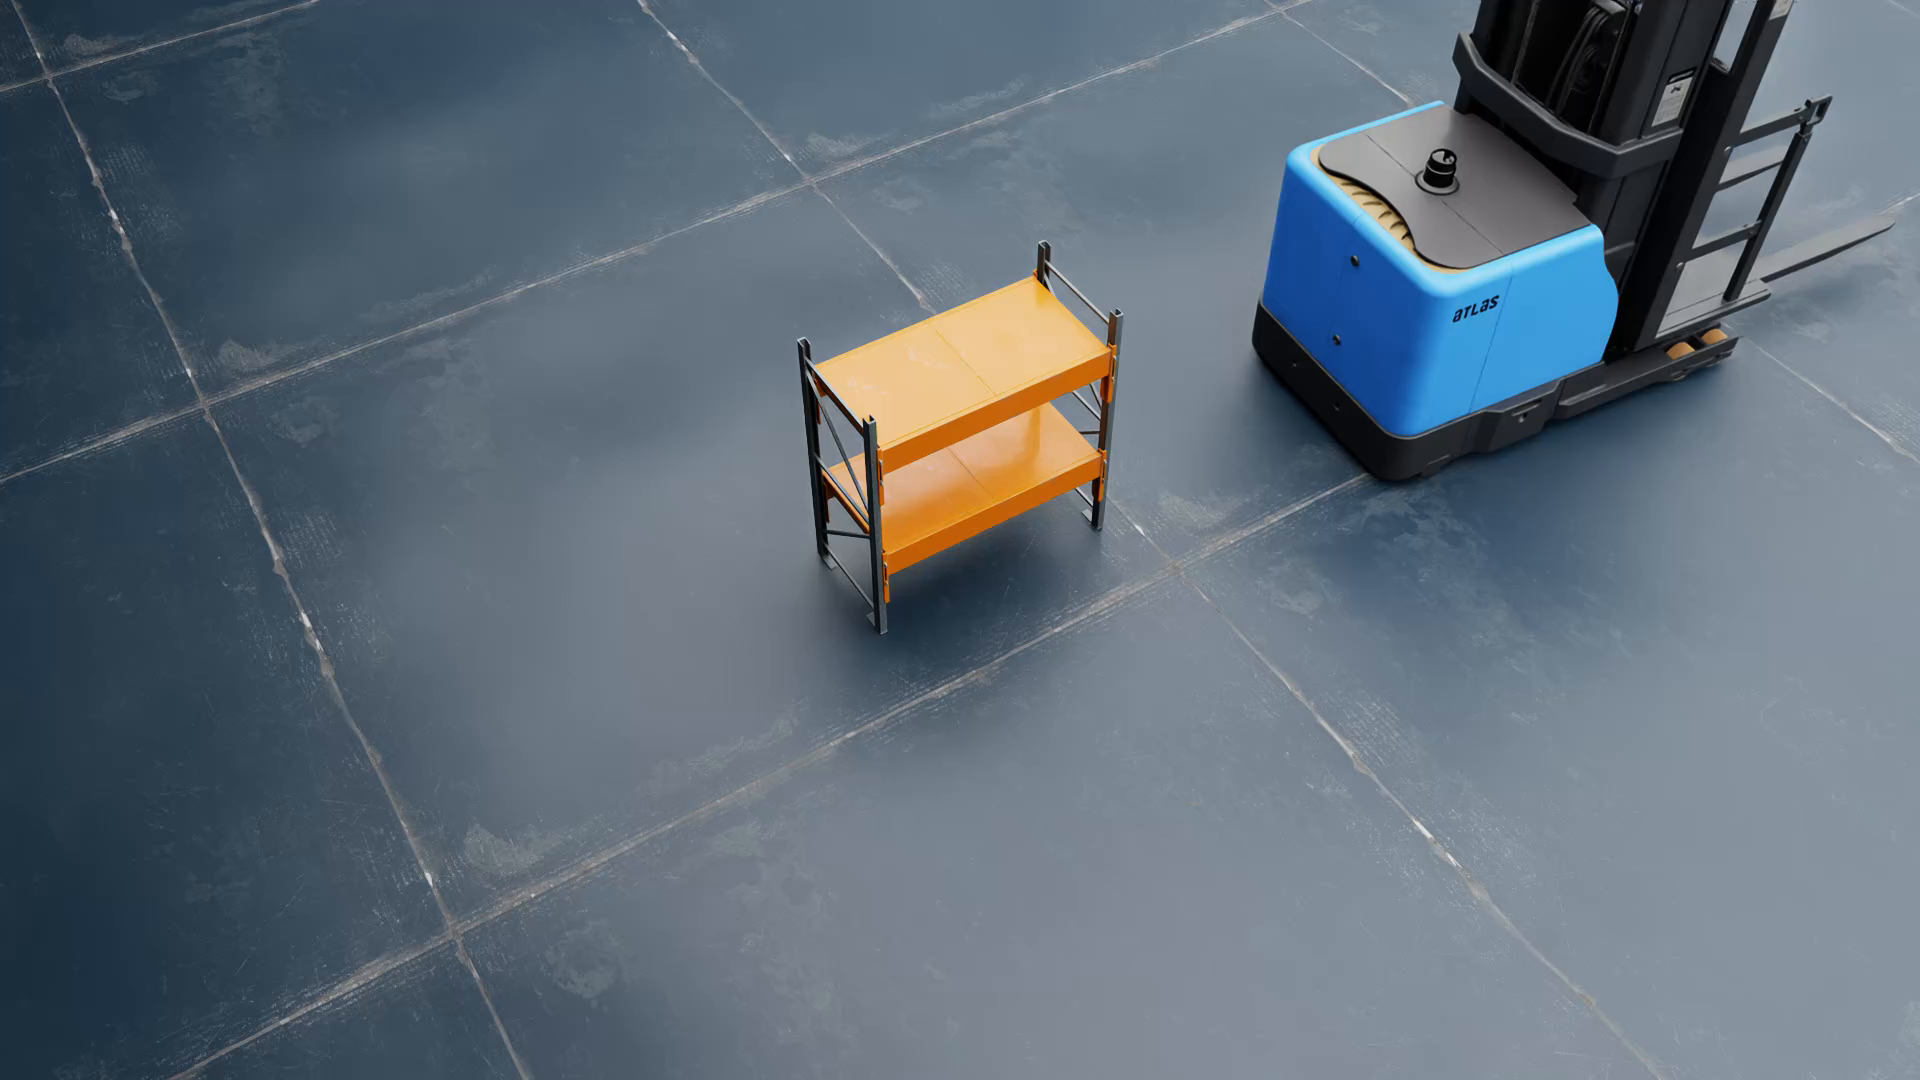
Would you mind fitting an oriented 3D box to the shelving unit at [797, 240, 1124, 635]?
[{"bbox_3d":[0.006,-0.377,6.278,1.048,1.125,0.538,-25,53,-21],"label":"shelving unit"}]

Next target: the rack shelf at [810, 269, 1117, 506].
[{"bbox_3d":[0.006,-0.571,6.059,1.000,0.278,0.538,-25,53,-21],"label":"rack shelf"}]

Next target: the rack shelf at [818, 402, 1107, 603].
[{"bbox_3d":[0.006,-0.214,6.460,1.000,0.278,0.538,-25,53,-21],"label":"rack shelf"}]

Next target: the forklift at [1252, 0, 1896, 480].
[{"bbox_3d":[2.845,-2.009,6.522,3.031,2.935,1.130,-21,52,-18],"label":"forklift"}]

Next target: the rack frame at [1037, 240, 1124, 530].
[{"bbox_3d":[0.436,-0.579,6.458,0.032,1.125,0.500,-25,53,-21],"label":"rack frame"}]

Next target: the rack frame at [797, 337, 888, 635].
[{"bbox_3d":[-0.424,-0.174,6.097,0.032,1.125,0.500,-25,53,-21],"label":"rack frame"}]
